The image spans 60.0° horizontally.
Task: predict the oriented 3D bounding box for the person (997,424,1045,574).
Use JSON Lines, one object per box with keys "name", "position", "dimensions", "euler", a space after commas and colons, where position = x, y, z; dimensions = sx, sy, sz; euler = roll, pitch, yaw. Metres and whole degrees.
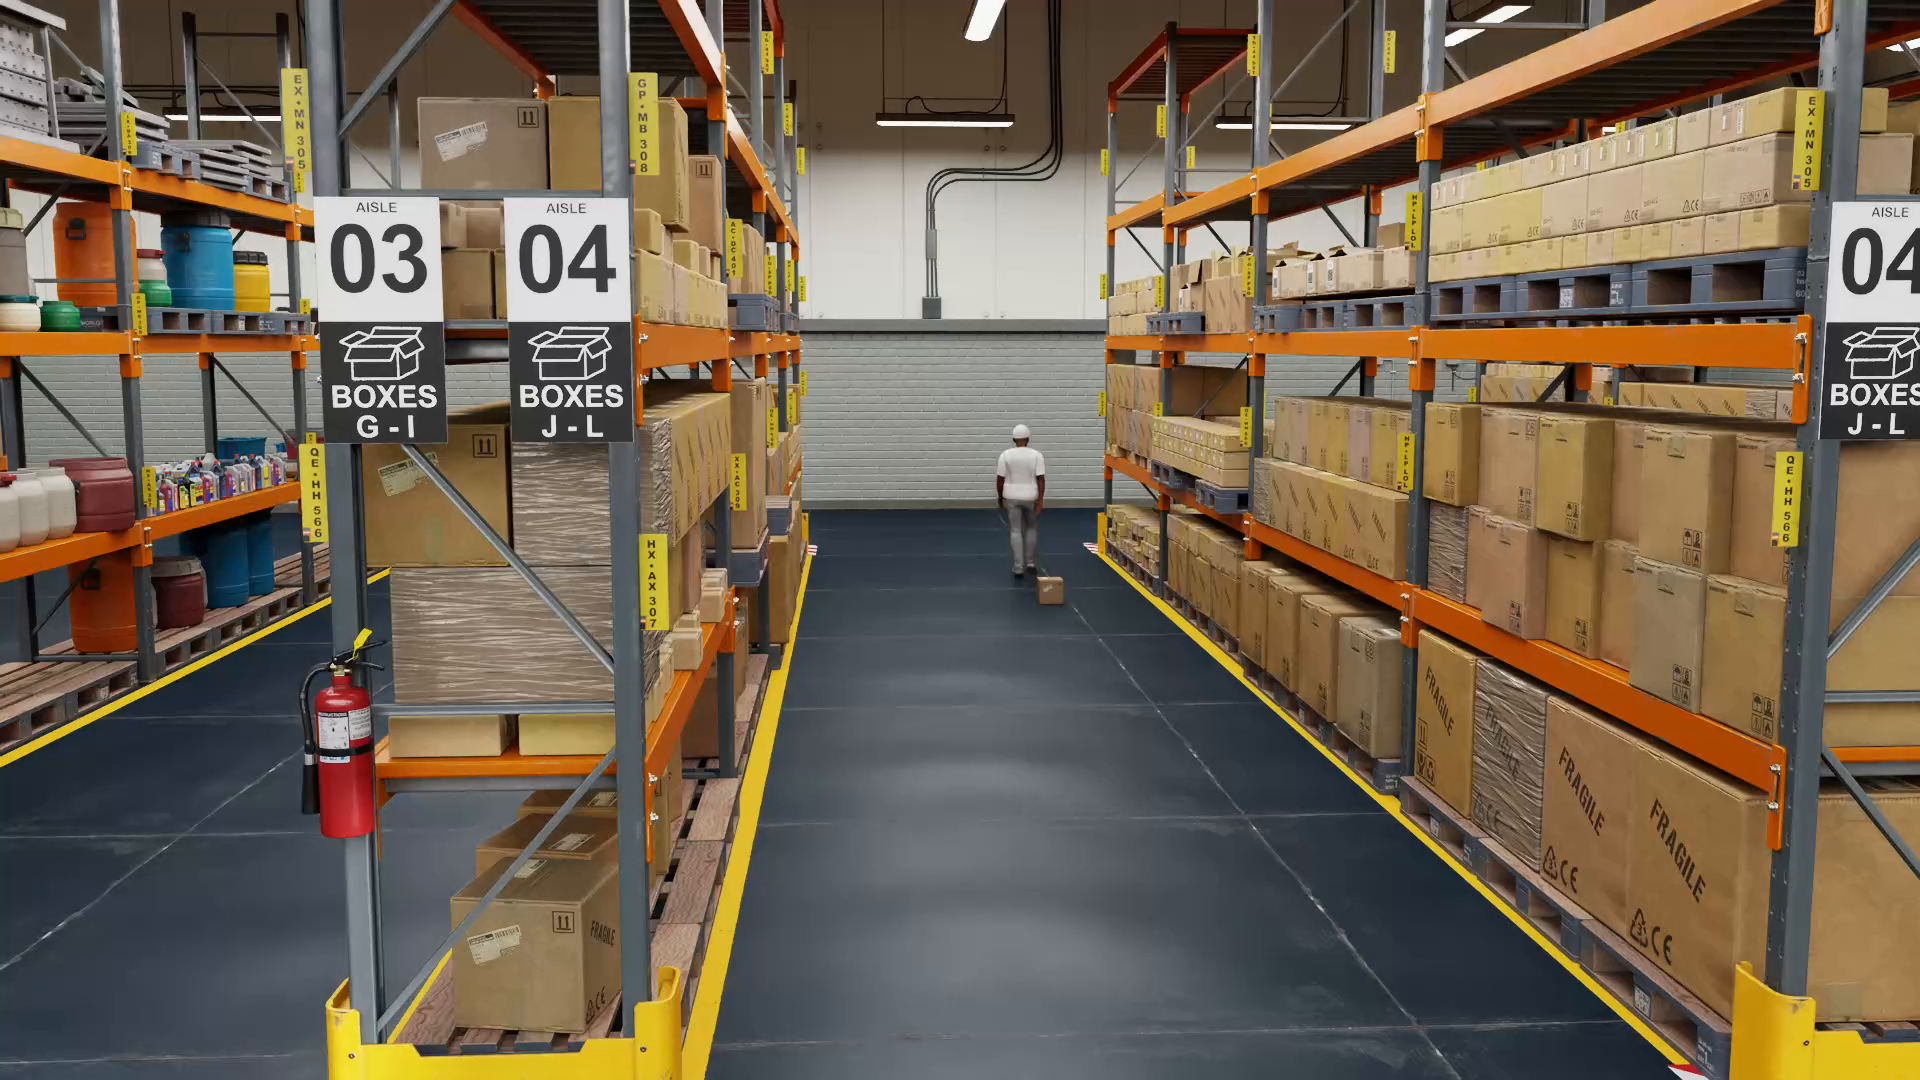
{"name": "person", "position": [0.715, -0.476, 19.660], "dimensions": [0.570, 1.789, 0.805], "euler": [0, 7, 1]}
